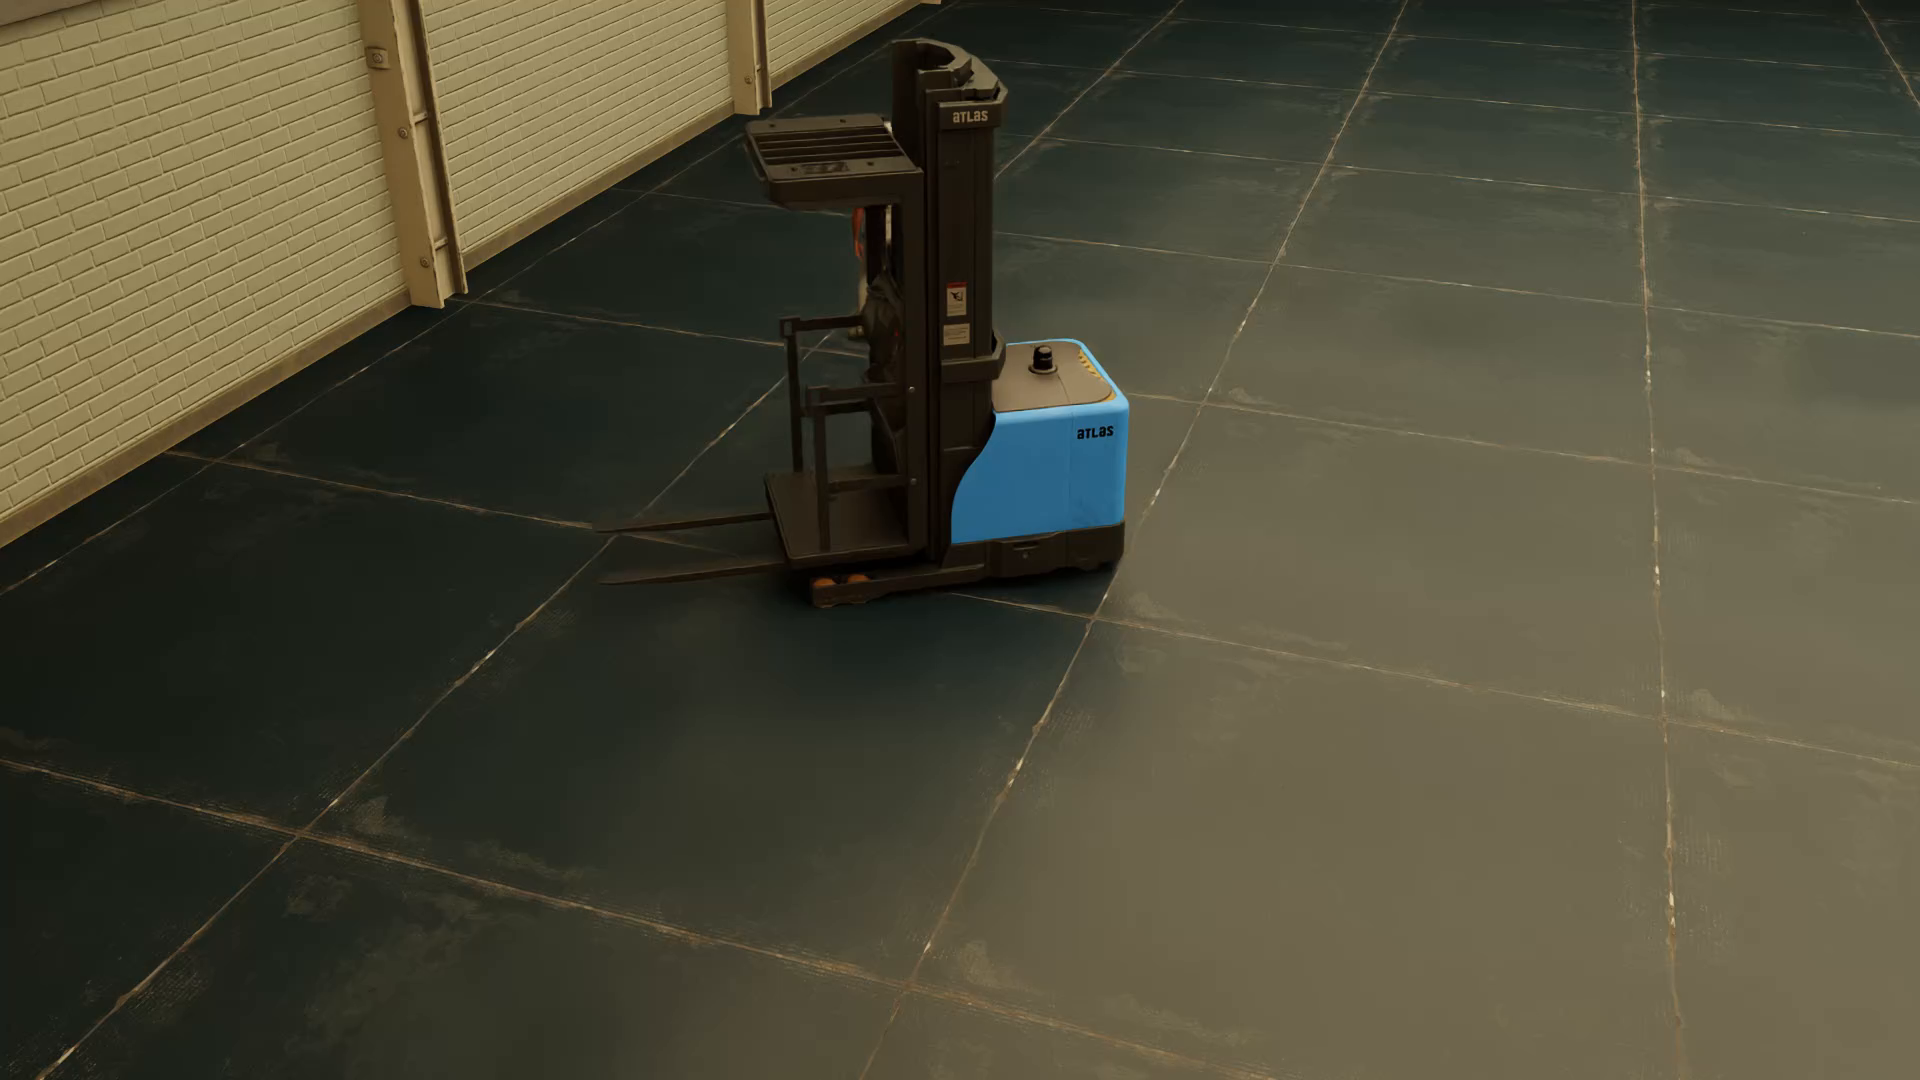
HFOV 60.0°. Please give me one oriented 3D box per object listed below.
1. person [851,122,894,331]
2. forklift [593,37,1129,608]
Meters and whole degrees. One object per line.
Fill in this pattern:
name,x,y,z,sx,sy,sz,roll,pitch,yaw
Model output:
person,-0.557,-2.261,12.455,0.568,1.711,0.533,-4,30,-6
forklift,-0.610,-1.174,9.196,3.031,2.935,1.130,-7,30,-12
